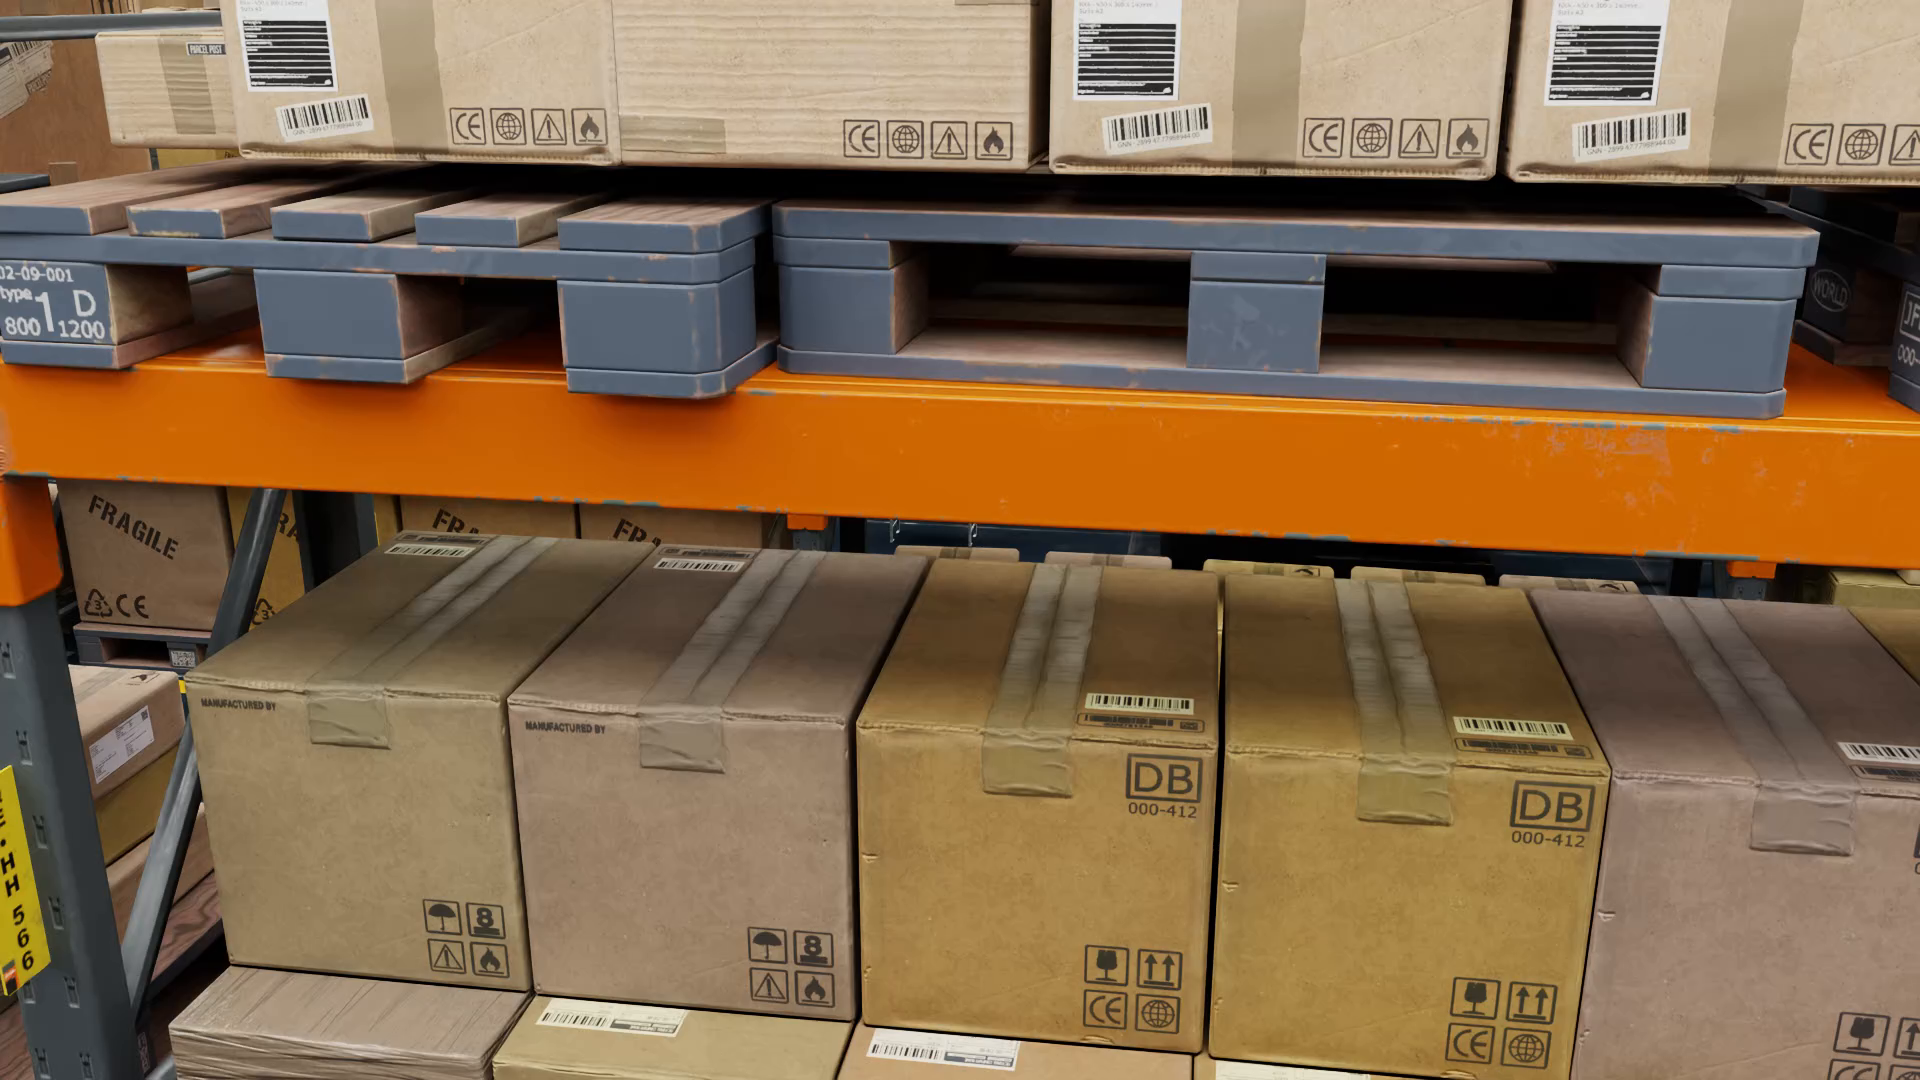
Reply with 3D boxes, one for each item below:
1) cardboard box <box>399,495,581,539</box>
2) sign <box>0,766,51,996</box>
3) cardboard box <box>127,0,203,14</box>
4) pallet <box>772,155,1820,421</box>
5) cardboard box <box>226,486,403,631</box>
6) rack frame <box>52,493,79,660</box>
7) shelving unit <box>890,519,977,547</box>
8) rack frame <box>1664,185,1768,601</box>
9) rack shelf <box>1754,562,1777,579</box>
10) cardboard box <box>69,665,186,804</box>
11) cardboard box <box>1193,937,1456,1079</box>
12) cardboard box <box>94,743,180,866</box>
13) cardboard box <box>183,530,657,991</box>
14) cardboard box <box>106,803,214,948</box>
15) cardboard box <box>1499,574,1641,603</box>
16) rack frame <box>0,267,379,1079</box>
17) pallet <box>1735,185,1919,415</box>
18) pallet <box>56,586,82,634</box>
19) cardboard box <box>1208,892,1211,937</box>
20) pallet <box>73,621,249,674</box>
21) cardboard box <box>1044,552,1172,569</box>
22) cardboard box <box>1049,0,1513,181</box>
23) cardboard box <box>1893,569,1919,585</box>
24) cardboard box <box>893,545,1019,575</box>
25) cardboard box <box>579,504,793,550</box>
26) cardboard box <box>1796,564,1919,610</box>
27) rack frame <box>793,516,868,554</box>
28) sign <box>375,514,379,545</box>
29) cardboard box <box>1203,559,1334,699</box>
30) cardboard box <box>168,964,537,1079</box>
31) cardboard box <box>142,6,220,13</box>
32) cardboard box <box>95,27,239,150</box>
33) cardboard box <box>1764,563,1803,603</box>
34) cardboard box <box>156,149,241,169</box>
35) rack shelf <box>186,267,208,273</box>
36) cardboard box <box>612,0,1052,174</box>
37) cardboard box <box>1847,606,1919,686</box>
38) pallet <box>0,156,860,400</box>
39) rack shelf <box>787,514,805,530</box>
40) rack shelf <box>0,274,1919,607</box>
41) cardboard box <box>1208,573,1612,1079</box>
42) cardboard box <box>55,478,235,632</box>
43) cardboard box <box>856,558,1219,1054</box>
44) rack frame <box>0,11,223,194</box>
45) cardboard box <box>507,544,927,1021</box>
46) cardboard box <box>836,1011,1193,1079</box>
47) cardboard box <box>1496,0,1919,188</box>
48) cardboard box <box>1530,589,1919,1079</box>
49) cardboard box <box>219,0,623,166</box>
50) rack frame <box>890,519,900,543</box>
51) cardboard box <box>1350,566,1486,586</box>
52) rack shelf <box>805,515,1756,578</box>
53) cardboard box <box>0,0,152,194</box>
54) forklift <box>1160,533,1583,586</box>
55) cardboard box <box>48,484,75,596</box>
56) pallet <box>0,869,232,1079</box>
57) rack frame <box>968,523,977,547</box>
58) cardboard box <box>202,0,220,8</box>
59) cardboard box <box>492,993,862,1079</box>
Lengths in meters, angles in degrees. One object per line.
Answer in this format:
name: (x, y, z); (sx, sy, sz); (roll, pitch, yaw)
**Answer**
cardboard box: (-2.160, -0.021, 8.325); (0.875, 0.875, 0.875); (3, 19, 9)
sign: (-1.373, 0.492, 2.404); (0.005, 0.325, 0.100); (3, 19, 9)
cardboard box: (-3.736, -2.458, 7.374); (0.500, 0.500, 0.500); (3, 19, 8)
pallet: (0.452, -0.428, 2.426); (1.213, 0.211, 1.003); (4, 19, 11)
cardboard box: (-3.042, -0.066, 8.460); (0.875, 0.875, 0.875); (3, 19, 10)
rack frame: (-4.560, -0.924, 8.336); (0.127, 3.000, 1.000); (3, 19, 9)
shelving unit: (-0.163, -0.577, 10.138); (0.503, 1.200, 0.258); (3, 19, 9)
rack frame: (3.338, -0.521, 7.133); (0.127, 3.000, 1.000); (3, 19, 9)
rack shelf: (5.313, -0.079, 6.946); (4.000, 0.370, 1.077); (3, 19, 9)
cardboard box: (-1.726, 0.387, 3.215); (0.250, 0.149, 0.380); (3, 19, 9)
cardboard box: (0.596, 0.969, 2.521); (0.500, 0.500, 0.500); (3, 19, 8)
cardboard box: (-1.742, 0.525, 3.271); (0.250, 0.149, 0.380); (4, 19, 11)
cardboard box: (-0.855, 0.338, 2.833); (0.500, 0.500, 0.700); (3, 19, 8)
cardboard box: (-1.706, 0.668, 3.314); (0.250, 0.149, 0.380); (3, 19, 8)
cardboard box: (2.820, 0.500, 7.560); (0.625, 0.372, 0.950); (3, 19, 9)
rack frame: (-1.296, 0.833, 3.085); (0.127, 3.000, 1.000); (3, 19, 9)
pallet: (1.740, -0.328, 2.129); (1.217, 0.209, 0.805); (2, 19, 6)
pallet: (-5.299, 0.336, 8.967); (1.213, 0.211, 1.003); (3, 19, 9)
cardboard box: (0.683, 0.800, 3.028); (0.500, 0.500, 0.500); (3, 19, 10)
pallet: (-3.787, 0.414, 8.733); (1.213, 0.211, 1.003); (3, 19, 9)
cardboard box: (0.675, 0.391, 7.887); (0.625, 0.372, 0.950); (3, 19, 8)
cardboard box: (0.385, -0.637, 2.073); (0.500, 0.311, 0.500); (3, 19, 8)
cardboard box: (3.992, 0.060, 6.864); (0.250, 0.149, 0.380); (3, 19, 9)
cardboard box: (-0.055, 0.356, 7.991); (0.625, 0.372, 0.950); (2, 19, 5)
cardboard box: (-1.280, 0.025, 8.187); (0.875, 0.875, 0.875); (3, 19, 8)
cardboard box: (3.878, 0.342, 7.042); (0.500, 0.500, 0.500); (4, 19, 11)
rack frame: (-0.611, -0.722, 7.735); (0.127, 3.000, 1.000); (3, 19, 9)
sign: (-1.212, 0.110, 3.421); (0.005, 0.325, 0.100); (3, 19, 9)
cardboard box: (1.423, 0.431, 7.768); (0.625, 0.372, 0.950); (4, 19, 10)
cardboard box: (-0.896, 0.893, 2.749); (0.500, 0.500, 0.500); (3, 19, 9)
cardboard box: (-3.367, -2.261, 7.313); (0.250, 0.166, 0.380); (2, 19, 5)
cardboard box: (-0.992, -0.650, 2.366); (0.250, 0.149, 0.380); (2, 19, 6)
cardboard box: (3.965, 0.174, 7.546); (0.500, 0.500, 0.500); (3, 19, 8)
cardboard box: (-5.840, -2.923, 12.898); (0.500, 0.500, 0.500); (3, 19, 10)
rack shelf: (-3.271, -0.349, 3.024); (4.000, 0.370, 1.077); (3, 19, 9)
cardboard box: (-0.122, -0.634, 2.160); (0.500, 0.250, 0.500); (3, 19, 10)
cardboard box: (1.654, 0.465, 2.453); (0.500, 0.500, 0.700); (3, 19, 8)
pallet: (-0.652, -0.484, 2.592); (1.003, 0.211, 1.213); (4, 19, 11)
rack shelf: (-2.586, -0.482, 8.150); (4.000, 0.370, 1.077); (3, 19, 9)
rack shelf: (0.678, -0.147, 2.422); (4.000, 0.370, 1.077); (3, 19, 9)
cardboard box: (0.656, 0.413, 2.607); (0.500, 0.500, 0.700); (3, 19, 8)
cardboard box: (-3.936, -0.109, 8.589); (0.875, 0.875, 0.875); (4, 19, 10)
cardboard box: (0.152, 0.388, 2.683); (0.500, 0.500, 0.700); (3, 19, 8)
rack frame: (-1.296, -2.011, 2.133); (0.127, 3.000, 1.000); (3, 19, 9)
cardboard box: (-0.355, 0.363, 2.759); (0.500, 0.500, 0.700); (3, 19, 8)
cardboard box: (0.104, 0.943, 2.598); (0.500, 0.500, 0.500); (3, 19, 9)
cardboard box: (0.887, -0.611, 1.996); (0.500, 0.311, 0.500); (2, 19, 7)
cardboard box: (1.155, 0.439, 2.530); (0.500, 0.500, 0.700); (3, 19, 9)
cardboard box: (-0.617, -0.688, 2.226); (0.500, 0.311, 0.500); (3, 19, 9)
rack frame: (-0.404, -0.590, 10.174); (0.015, 1.200, 0.240); (3, 19, 9)
cardboard box: (2.110, 0.465, 7.665); (0.625, 0.372, 0.950); (4, 19, 12)
rack shelf: (1.364, -0.281, 7.548); (4.000, 0.370, 1.077); (3, 19, 9)
cardboard box: (-1.818, -0.749, 2.928); (0.500, 0.500, 0.500); (3, 19, 9)
forklift: (2.728, -1.286, 9.528); (3.031, 2.935, 1.130); (2, 19, 6)
cardboard box: (-5.163, 0.027, 8.871); (0.875, 0.438, 0.875); (3, 19, 8)
pallet: (-2.017, 0.922, 3.123); (1.003, 0.211, 1.213); (3, 19, 9)
rack frame: (0.077, -0.565, 10.101); (0.015, 1.200, 0.240); (3, 19, 9)
cardboard box: (-3.657, -2.525, 7.872); (0.500, 0.311, 0.500); (3, 19, 9)
cardboard box: (-0.394, 0.918, 2.675); (0.500, 0.500, 0.500); (3, 19, 8)
